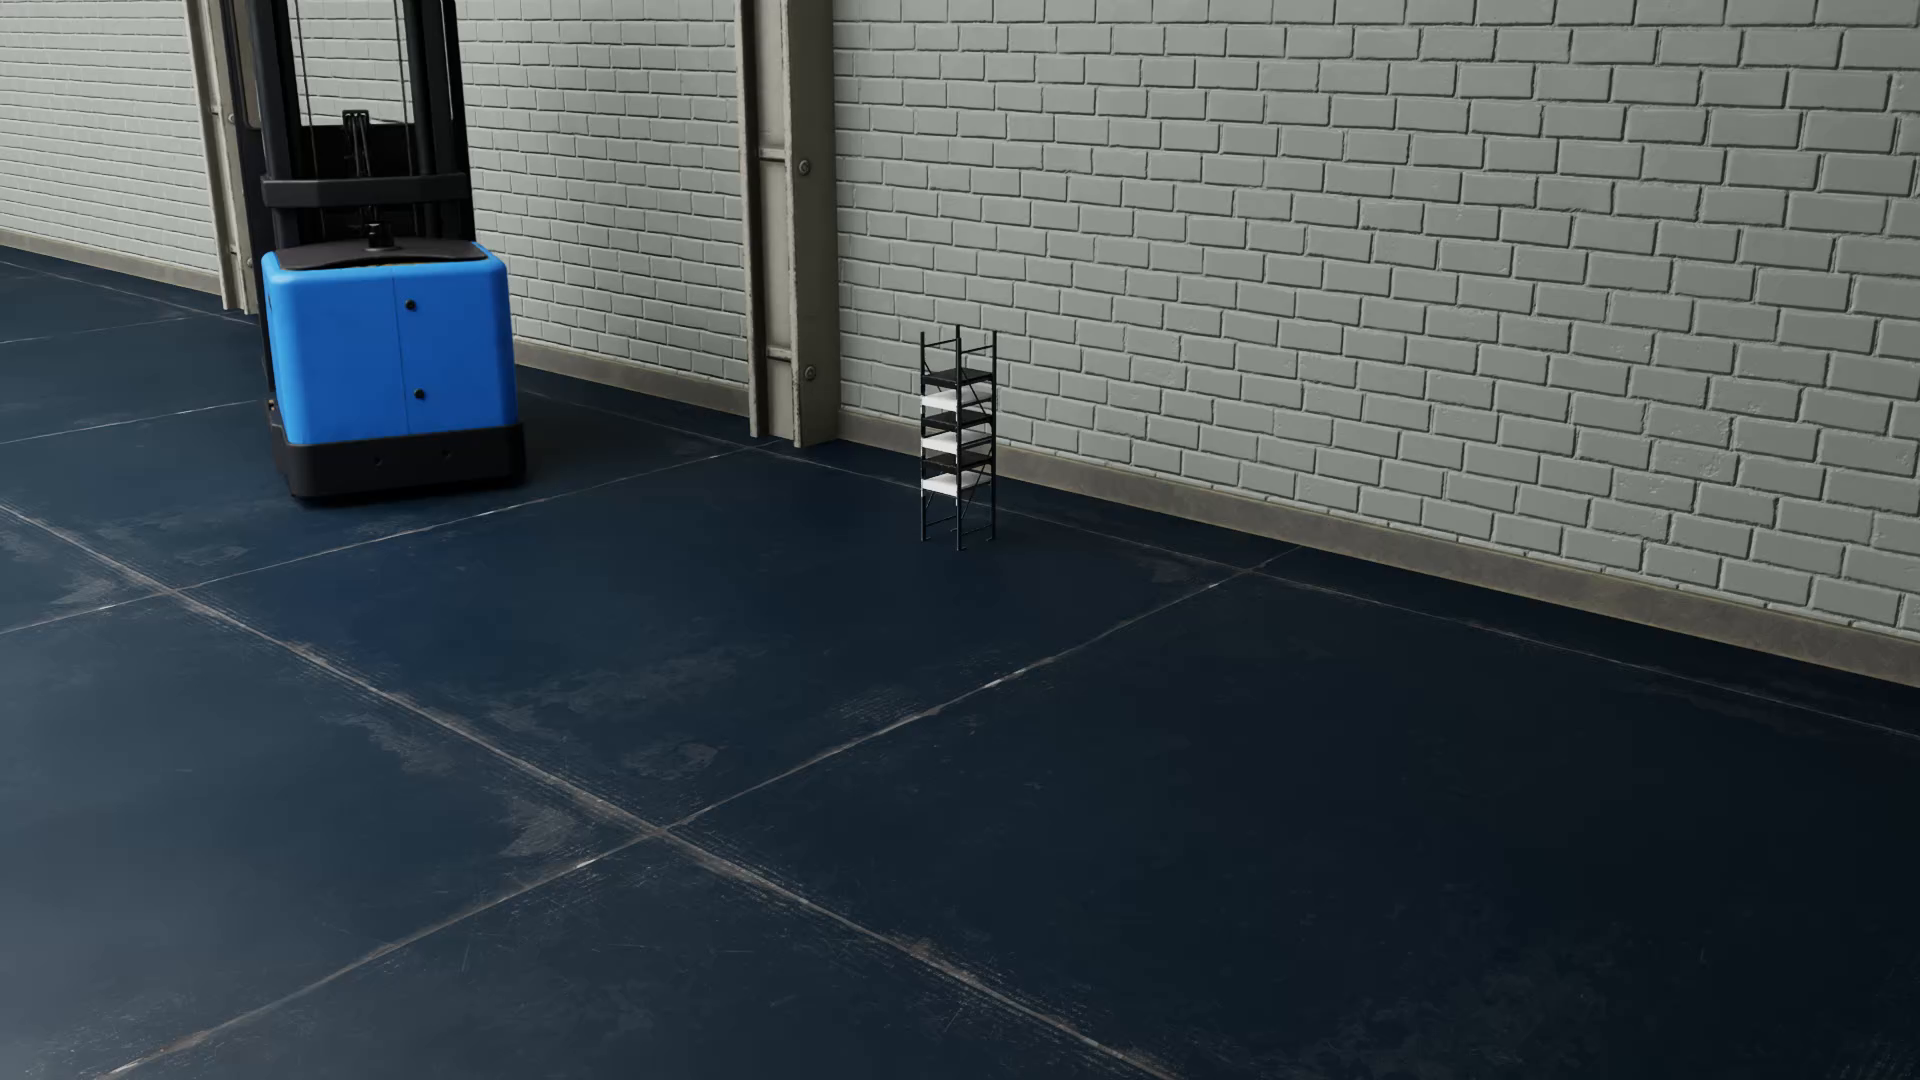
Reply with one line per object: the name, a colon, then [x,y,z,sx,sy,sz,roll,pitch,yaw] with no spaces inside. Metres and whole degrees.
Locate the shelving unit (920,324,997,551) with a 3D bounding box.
shelving unit: [-0.006,-0.431,6.981,0.210,0.900,0.258,15,23,39]

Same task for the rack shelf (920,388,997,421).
rack shelf: [-0.006,-0.570,6.936,0.200,0.077,0.258,15,23,39]

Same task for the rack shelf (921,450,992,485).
rack shelf: [-0.006,-0.313,7.018,0.200,0.077,0.258,15,23,39]

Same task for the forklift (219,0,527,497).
forklift: [-3.129,-1.994,8.548,1.130,2.935,3.031,-8,19,-23]

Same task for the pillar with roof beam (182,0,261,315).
pillar with roof beam: [-8.217,-5.071,8.215,0.400,9.000,9.100,15,23,39]

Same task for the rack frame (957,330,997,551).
rack frame: [0.070,-0.410,6.916,0.006,0.900,0.240,15,23,39]

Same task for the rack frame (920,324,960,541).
rack frame: [-0.082,-0.451,7.045,0.006,0.900,0.240,15,23,39]

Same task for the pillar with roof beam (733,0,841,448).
pillar with roof beam: [-3.729,-3.867,4.419,0.400,9.000,9.100,15,23,39]

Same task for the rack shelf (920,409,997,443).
rack shelf: [-0.006,-0.485,6.964,0.200,0.077,0.258,15,23,39]

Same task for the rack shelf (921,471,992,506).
rack shelf: [-0.006,-0.227,7.045,0.200,0.077,0.258,15,23,39]

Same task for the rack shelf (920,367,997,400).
rack shelf: [-0.006,-0.656,6.909,0.200,0.077,0.258,15,23,39]

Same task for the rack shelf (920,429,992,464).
rack shelf: [-0.006,-0.399,6.991,0.200,0.077,0.258,15,23,39]
